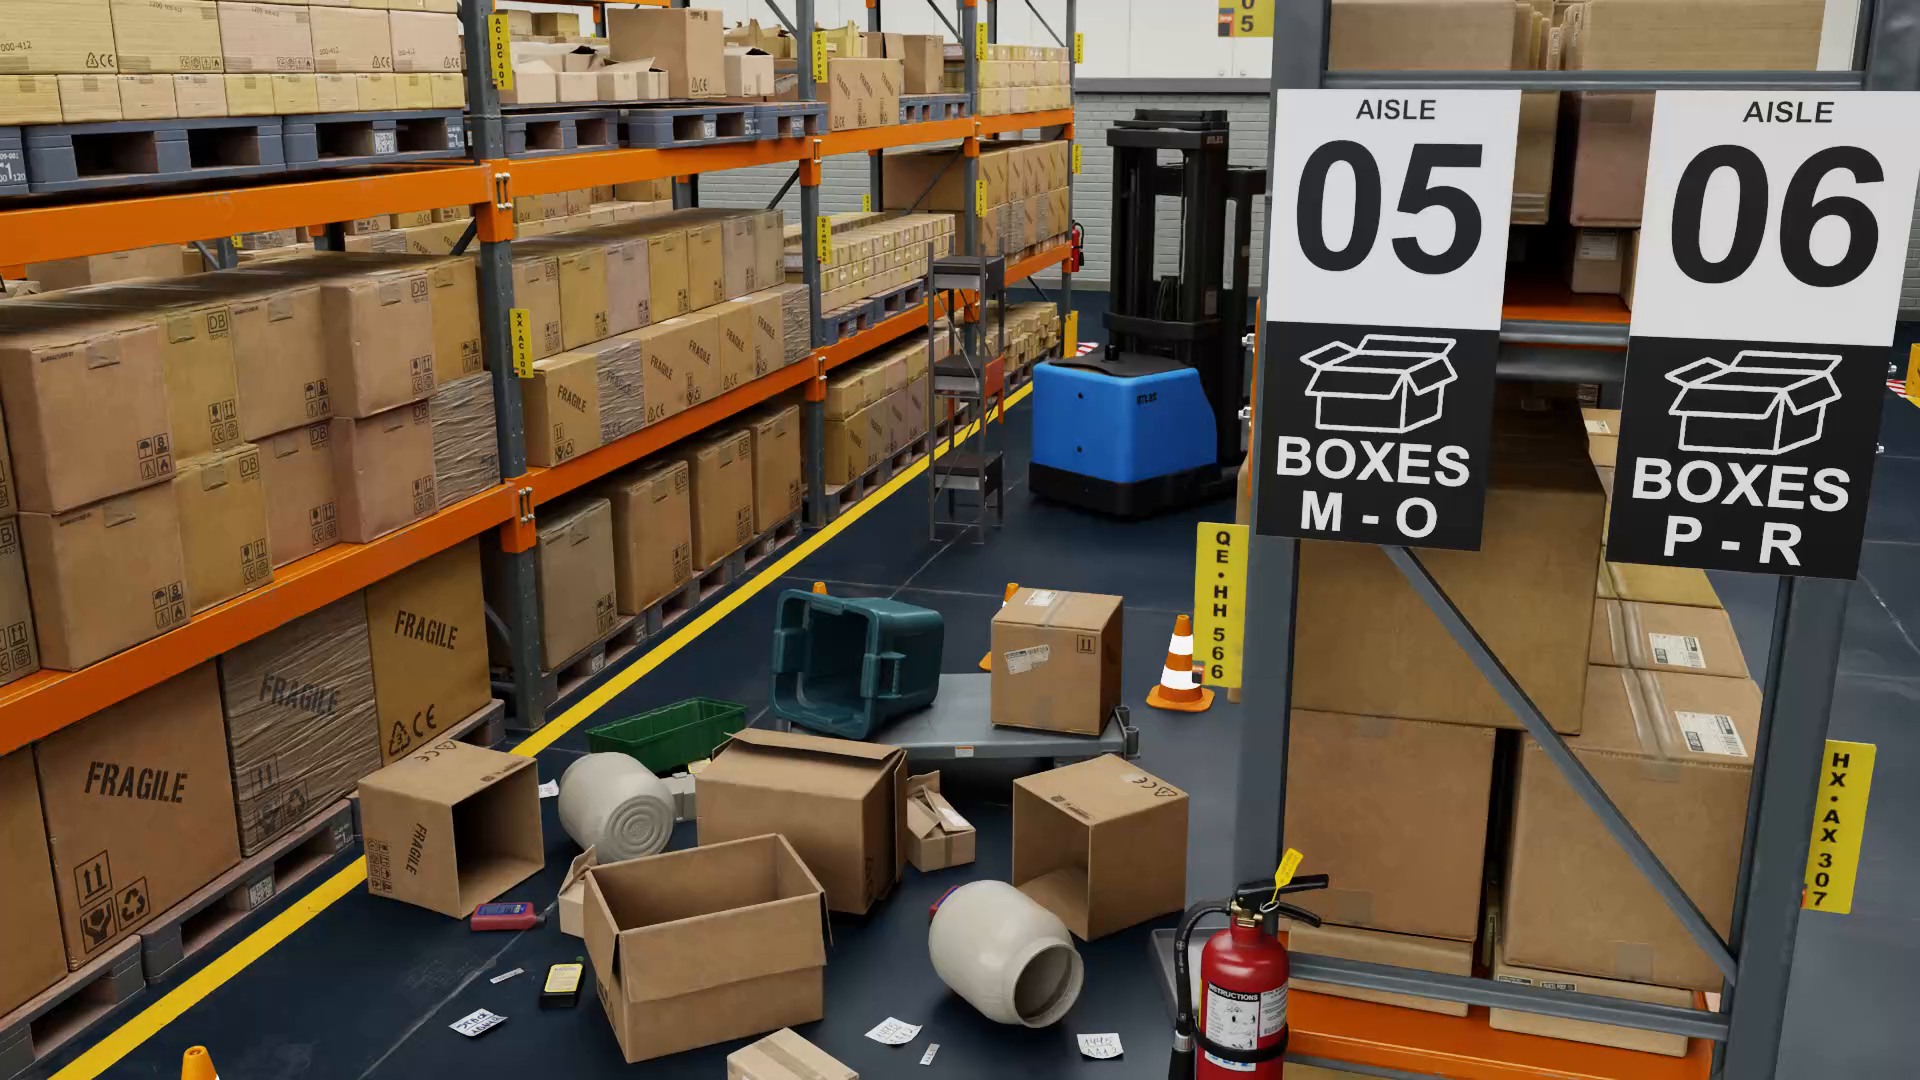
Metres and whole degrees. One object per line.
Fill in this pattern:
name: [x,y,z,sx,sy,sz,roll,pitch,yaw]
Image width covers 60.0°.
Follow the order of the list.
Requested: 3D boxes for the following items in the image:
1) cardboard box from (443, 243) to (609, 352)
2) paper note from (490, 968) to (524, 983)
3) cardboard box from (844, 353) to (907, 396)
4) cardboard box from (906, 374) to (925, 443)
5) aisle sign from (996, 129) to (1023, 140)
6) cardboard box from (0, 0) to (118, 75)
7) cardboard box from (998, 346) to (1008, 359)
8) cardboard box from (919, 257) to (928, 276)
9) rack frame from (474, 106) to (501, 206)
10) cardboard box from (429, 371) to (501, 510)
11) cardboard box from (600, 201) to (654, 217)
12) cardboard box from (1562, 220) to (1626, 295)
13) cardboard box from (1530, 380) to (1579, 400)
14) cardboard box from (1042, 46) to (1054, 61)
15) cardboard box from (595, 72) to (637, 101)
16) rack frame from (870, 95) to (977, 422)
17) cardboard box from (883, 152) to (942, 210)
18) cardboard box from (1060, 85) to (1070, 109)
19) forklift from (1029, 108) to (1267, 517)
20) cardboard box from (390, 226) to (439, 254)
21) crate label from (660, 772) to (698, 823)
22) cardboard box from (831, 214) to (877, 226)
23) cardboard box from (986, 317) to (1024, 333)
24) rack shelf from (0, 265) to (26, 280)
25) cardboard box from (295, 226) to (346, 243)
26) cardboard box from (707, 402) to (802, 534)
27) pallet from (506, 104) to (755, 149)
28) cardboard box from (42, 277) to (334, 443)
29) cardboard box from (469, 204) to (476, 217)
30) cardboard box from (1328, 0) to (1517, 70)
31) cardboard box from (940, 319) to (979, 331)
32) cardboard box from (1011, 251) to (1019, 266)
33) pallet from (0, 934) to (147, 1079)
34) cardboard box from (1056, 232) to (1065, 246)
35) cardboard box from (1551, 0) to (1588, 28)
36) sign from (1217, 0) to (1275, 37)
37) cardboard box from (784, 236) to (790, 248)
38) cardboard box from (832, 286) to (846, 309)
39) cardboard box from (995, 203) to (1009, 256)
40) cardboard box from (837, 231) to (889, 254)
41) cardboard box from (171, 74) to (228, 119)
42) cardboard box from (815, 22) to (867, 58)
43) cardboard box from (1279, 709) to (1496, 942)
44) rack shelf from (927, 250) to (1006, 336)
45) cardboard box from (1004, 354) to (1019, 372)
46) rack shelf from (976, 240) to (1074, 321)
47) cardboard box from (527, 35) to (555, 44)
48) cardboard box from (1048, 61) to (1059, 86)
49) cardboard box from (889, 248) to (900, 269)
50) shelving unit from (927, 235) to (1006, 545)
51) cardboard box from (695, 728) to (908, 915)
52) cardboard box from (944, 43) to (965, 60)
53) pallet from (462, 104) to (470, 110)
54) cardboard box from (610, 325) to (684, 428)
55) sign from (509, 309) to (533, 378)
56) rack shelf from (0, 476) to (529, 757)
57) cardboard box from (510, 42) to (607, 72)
cardboard box: [-2.333,-1.314,8.950,0.700,0.500,0.500,4,16,15]
paper note: [-1.673,1.609,6.139,0.123,0.001,0.032,-15,21,-41]
cardboard box: [-0.750,-1.350,13.527,0.500,0.250,0.500,5,17,16]
cardboard box: [-0.604,-1.131,14.132,0.500,0.500,0.500,4,16,15]
aisle sign: [0.531,-4.953,19.029,0.394,0.787,0.004,5,16,16]
cardboard box: [-3.080,-1.609,5.285,0.500,0.250,0.500,4,16,15]
cardboard box: [0.272,-1.937,17.071,0.380,0.149,0.250,5,17,18]
cardboard box: [-0.479,-2.376,14.401,0.380,0.149,0.250,4,16,13]
rack frame: [-5.066,-3.024,16.994,1.000,3.000,0.127,5,16,16]
cardboard box: [-2.706,-0.495,7.802,0.875,0.550,0.550,5,16,16]
cardboard box: [-3.957,-3.862,19.676,0.500,0.250,0.500,4,16,15]
cardboard box: [1.420,-0.576,3.325,0.380,0.149,0.250,4,16,14]
cardboard box: [1.434,-0.332,4.942,0.700,0.500,0.500,5,16,16]
cardboard box: [0.778,-5.151,17.625,0.380,0.149,0.250,5,17,17]
cardboard box: [-1.965,-2.439,8.941,0.380,0.149,0.250,5,16,16]
rack frame: [-0.339,-2.613,15.545,1.000,3.000,0.127,5,16,16]
cardboard box: [-0.464,-3.429,15.862,0.500,0.500,0.500,4,16,14]
cardboard box: [0.922,-4.891,18.354,0.500,0.250,0.500,4,16,15]
forklift: [1.965,-1.894,13.136,3.031,2.935,1.130,-14,21,-40]
cardboard box: [-5.226,-2.662,15.536,0.500,0.500,0.500,4,16,15]
crate label: [-1.266,1.156,7.502,0.298,0.136,0.250,-7,17,-23]
cardboard box: [-0.965,-2.840,14.944,0.380,0.149,0.250,5,17,17]
cardboard box: [0.474,-2.281,17.740,0.380,0.149,0.250,4,16,14]
rack shelf: [-10.383,-2.539,16.602,1.077,0.370,4.000,5,16,16]
cardboard box: [-5.791,-2.869,14.424,0.797,0.503,0.637,5,17,17]
cardboard box: [-1.735,-0.534,11.568,1.050,0.750,0.750,4,16,15]
pallet: [-1.923,-2.453,9.831,1.003,0.211,1.213,5,17,18]
cardboard box: [-3.080,-0.734,6.667,0.875,0.550,0.550,5,16,16]
cardboard box: [-5.191,-3.597,17.369,0.500,0.500,0.500,5,17,17]
cardboard box: [0.839,-0.933,3.125,0.380,0.149,0.250,5,17,16]
cardboard box: [-0.011,-2.246,17.617,0.380,0.149,0.250,5,16,16]
cardboard box: [0.383,-2.889,16.979,0.380,0.149,0.250,5,17,18]
pallet: [-3.597,1.653,5.616,1.003,0.211,1.213,5,16,16]
cardboard box: [0.976,-3.431,18.891,0.380,0.149,0.250,5,16,16]
cardboard box: [2.845,-2.229,7.283,0.500,0.250,0.500,4,16,15]
sign: [0.499,-1.033,2.856,0.100,0.325,0.005,5,16,16]
cardboard box: [-1.555,-2.302,13.048,0.380,0.149,0.250,5,17,18]
cardboard box: [-1.078,-1.819,12.437,0.380,0.149,0.250,5,17,19]
cardboard box: [0.177,-3.044,16.337,0.500,0.500,0.500,5,16,16]
cardboard box: [-0.786,-2.384,13.337,0.380,0.149,0.250,5,17,18]
cardboard box: [-2.842,-1.573,5.888,0.380,0.149,0.250,5,16,16]
cardboard box: [-0.915,-3.715,12.347,0.396,0.266,0.258,5,16,16]
cardboard box: [0.916,0.529,3.738,0.500,0.500,0.500,4,16,15]
rack shelf: [0.047,-1.714,11.508,0.431,0.518,0.480,5,16,16]
cardboard box: [0.403,-1.856,17.332,0.380,0.149,0.250,4,16,14]
rack shelf: [0.230,-2.790,17.488,1.077,0.370,4.000,5,16,16]
cardboard box: [-4.744,-5.115,17.733,0.700,0.500,0.500,6,17,19]
cardboard box: [0.767,-4.997,17.811,0.500,0.250,0.500,4,16,14]
cardboard box: [-0.708,-2.310,13.621,0.380,0.149,0.250,5,17,18]
shelving unit: [0.047,-1.053,11.696,0.431,2.100,0.503,5,16,16]
cardboard box: [-0.645,1.118,6.715,0.797,0.637,0.503,5,16,16]
cardboard box: [-0.024,-4.474,15.235,0.380,0.149,0.250,4,16,15]
pallet: [-5.279,-4.131,15.752,0.805,0.209,1.217,4,16,14]
cardboard box: [-1.917,-0.948,9.490,0.500,0.500,0.500,5,16,16]
sign: [-2.080,-0.932,7.886,0.100,0.325,0.005,5,16,16]
rack shelf: [-3.181,0.349,6.419,1.077,0.370,4.000,5,16,16]
cardboard box: [-2.325,-2.646,9.375,0.500,0.311,0.500,4,16,14]
